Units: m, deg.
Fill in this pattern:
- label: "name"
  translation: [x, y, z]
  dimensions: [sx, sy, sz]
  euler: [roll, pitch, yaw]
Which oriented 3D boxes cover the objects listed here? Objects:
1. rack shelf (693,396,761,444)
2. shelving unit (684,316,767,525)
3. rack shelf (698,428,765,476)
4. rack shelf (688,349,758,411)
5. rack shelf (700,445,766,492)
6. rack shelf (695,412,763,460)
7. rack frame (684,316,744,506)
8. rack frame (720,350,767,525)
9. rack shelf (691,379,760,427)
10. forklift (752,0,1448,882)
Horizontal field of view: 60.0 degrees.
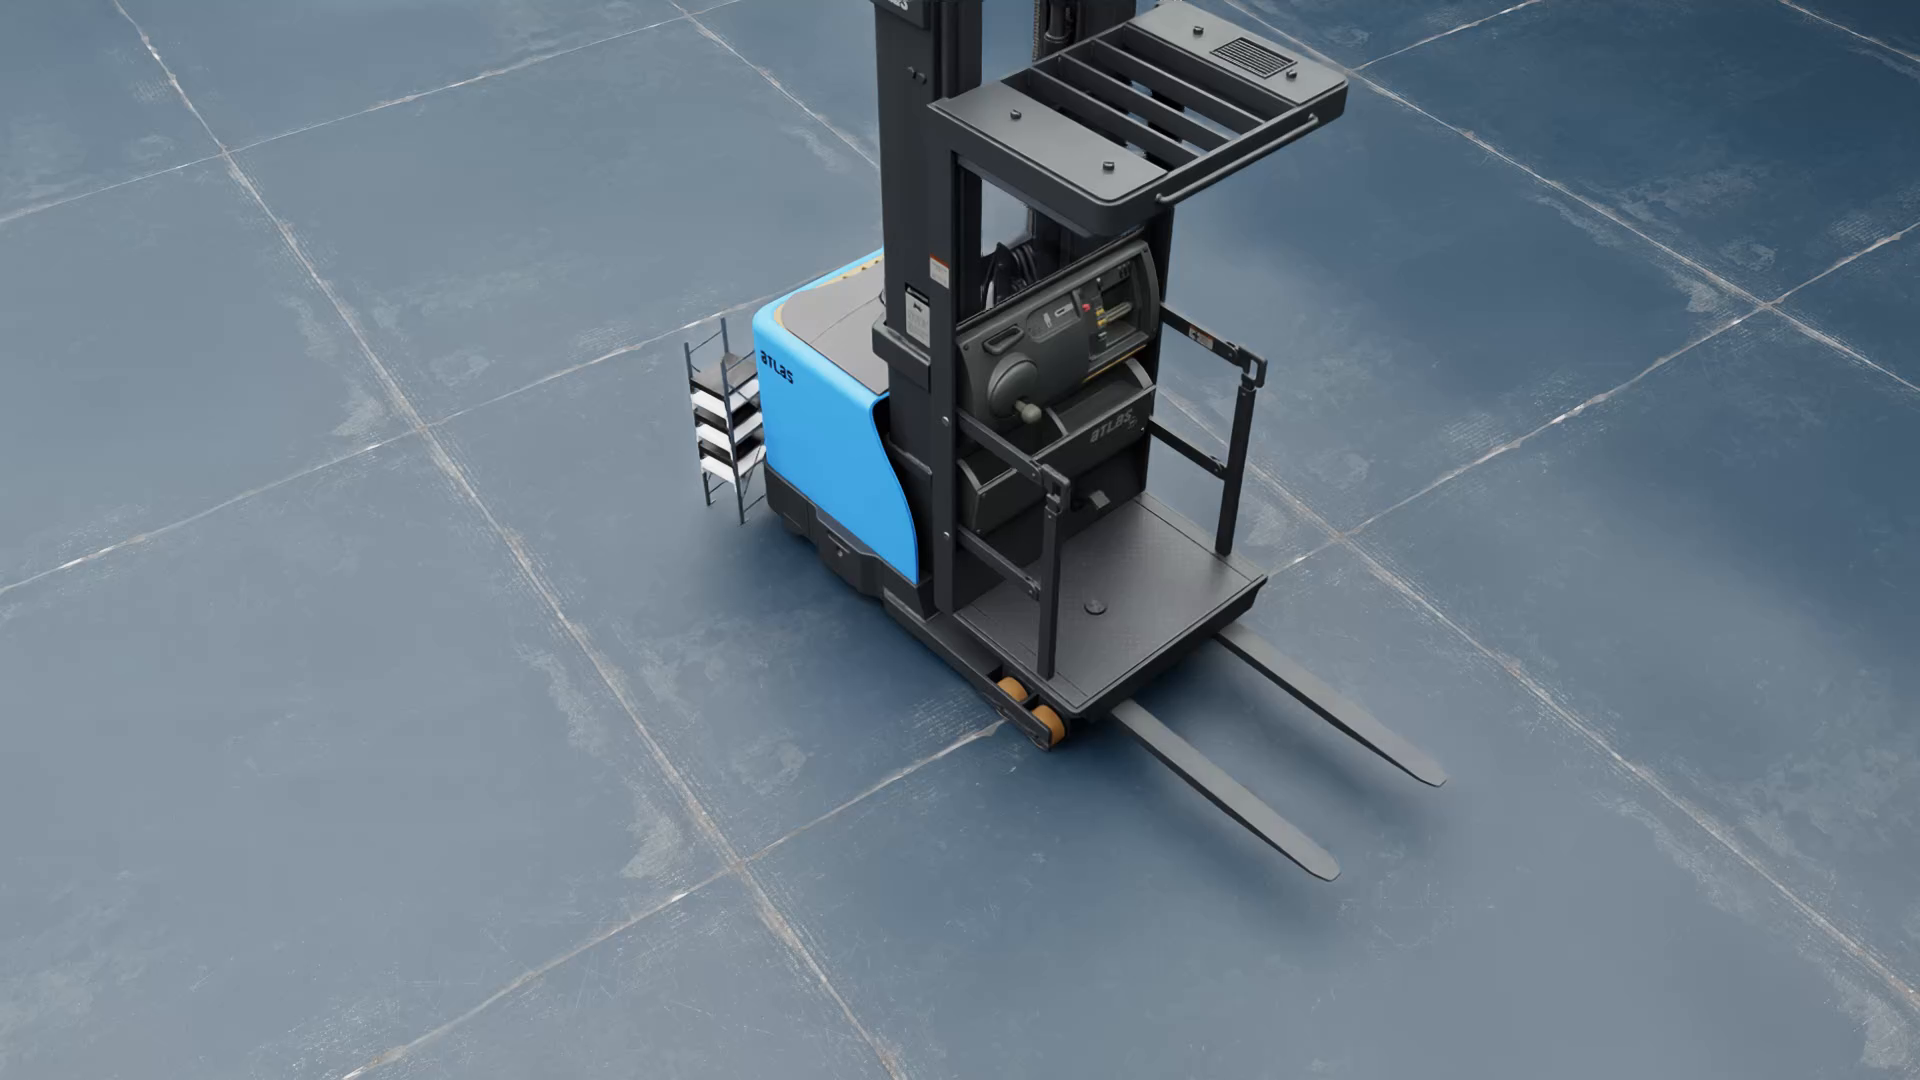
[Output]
- label: "rack shelf"
  translation: [-0.971, -0.540, 7.073]
  dimensions: [0.200, 0.077, 0.258]
  euler: [28, 50, 26]
- label: "shelving unit"
  translation: [-0.971, -0.499, 7.112]
  dimensions: [0.210, 0.900, 0.258]
  euler: [28, 50, 26]
- label: "rack shelf"
  translation: [-0.971, -0.410, 7.197]
  dimensions: [0.200, 0.077, 0.258]
  euler: [28, 50, 26]
- label: "rack shelf"
  translation: [-0.971, -0.670, 6.949]
  dimensions: [0.200, 0.077, 0.258]
  euler: [28, 50, 26]
- label: "rack shelf"
  translation: [-0.971, -0.345, 7.259]
  dimensions: [0.200, 0.077, 0.258]
  euler: [28, 50, 26]
- label: "rack shelf"
  translation: [-0.971, -0.475, 7.135]
  dimensions: [0.200, 0.077, 0.258]
  euler: [28, 50, 26]
- label: "rack frame"
  translation: [-1.053, -0.542, 7.157]
  dimensions: [0.006, 0.900, 0.240]
  euler: [28, 50, 26]
- label: "rack frame"
  translation: [-0.890, -0.457, 7.068]
  dimensions: [0.006, 0.900, 0.240]
  euler: [28, 50, 26]
- label: "rack shelf"
  translation: [-0.971, -0.605, 7.011]
  dimensions: [0.200, 0.077, 0.258]
  euler: [28, 50, 26]
- label: "forklift"
  translation: [0.508, -0.661, 5.810]
  dimensions: [1.130, 2.935, 3.031]
  euler: [-32, 52, -29]
